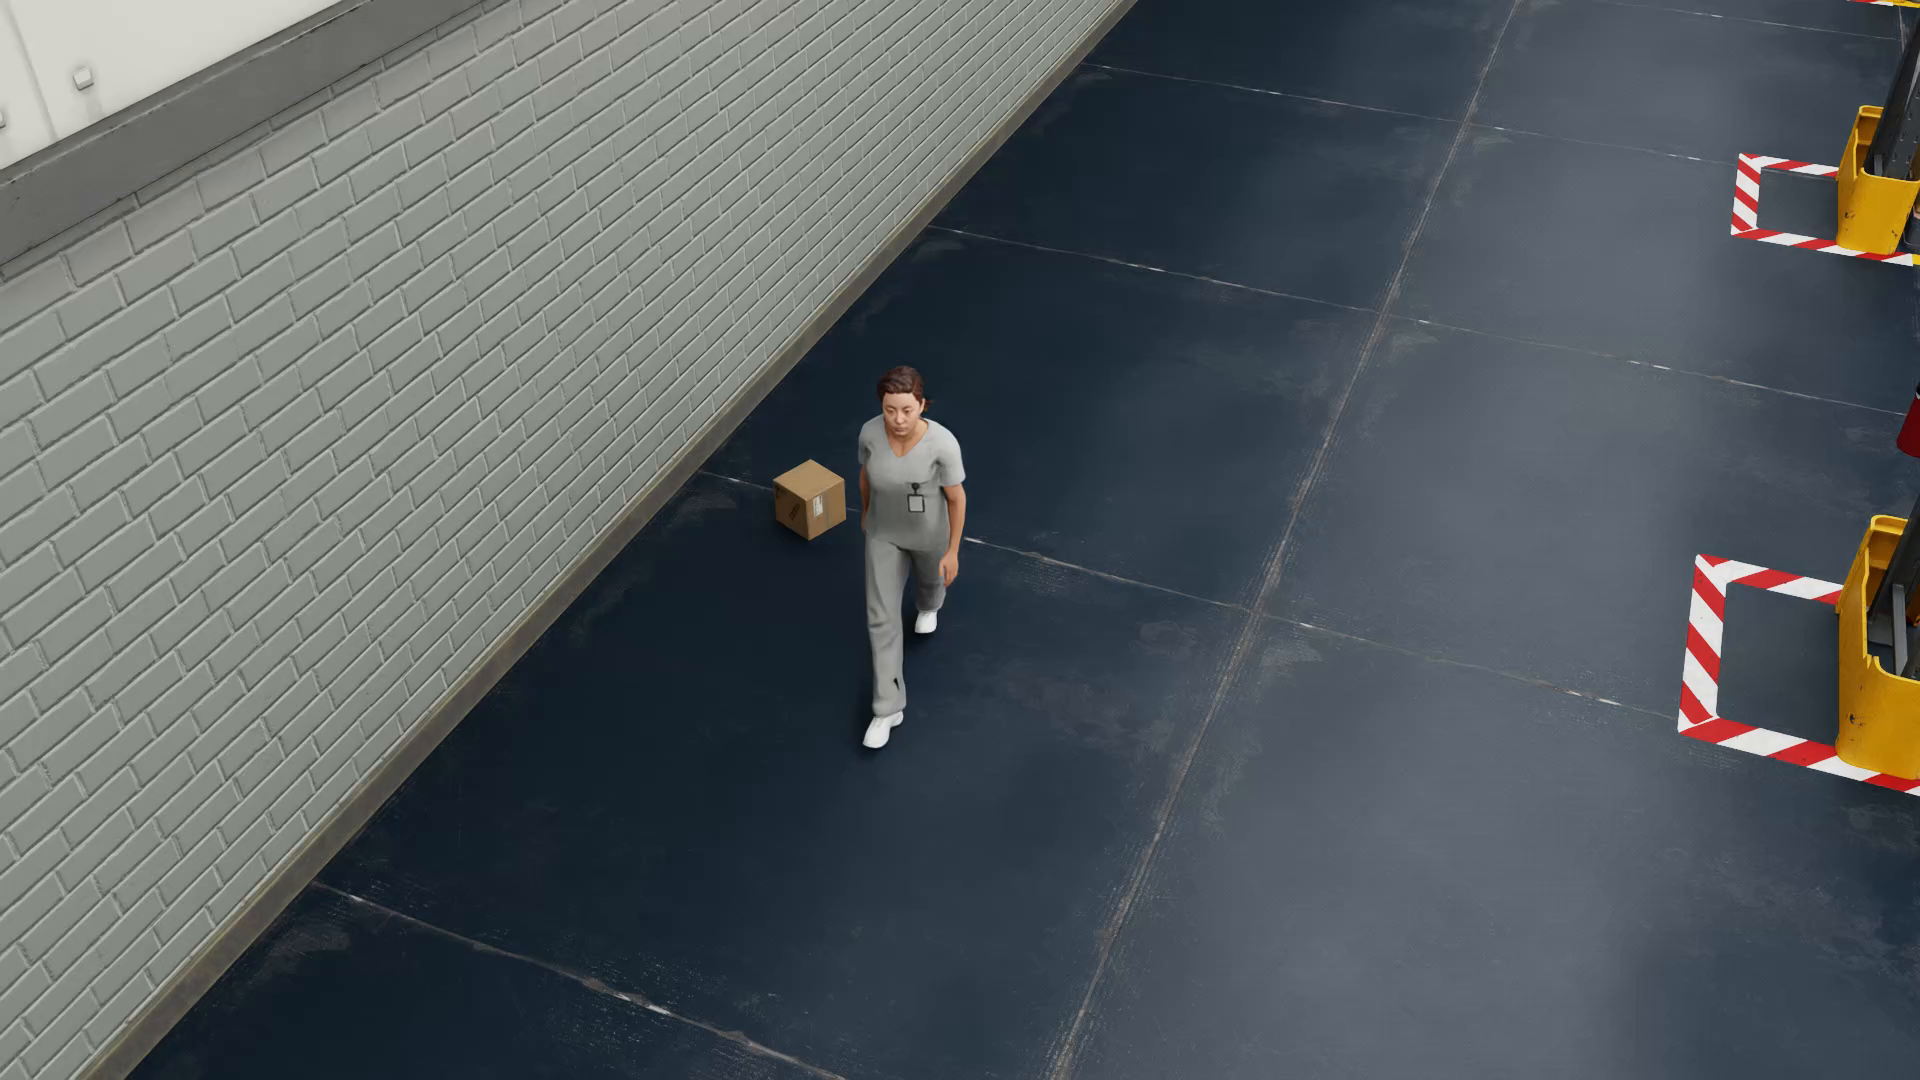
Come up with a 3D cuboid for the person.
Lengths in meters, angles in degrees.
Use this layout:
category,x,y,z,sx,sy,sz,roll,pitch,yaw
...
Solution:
category,x,y,z,sx,sy,sz,roll,pitch,yaw
person,-0.203,-0.028,6.872,0.467,1.607,1.056,4,38,5
